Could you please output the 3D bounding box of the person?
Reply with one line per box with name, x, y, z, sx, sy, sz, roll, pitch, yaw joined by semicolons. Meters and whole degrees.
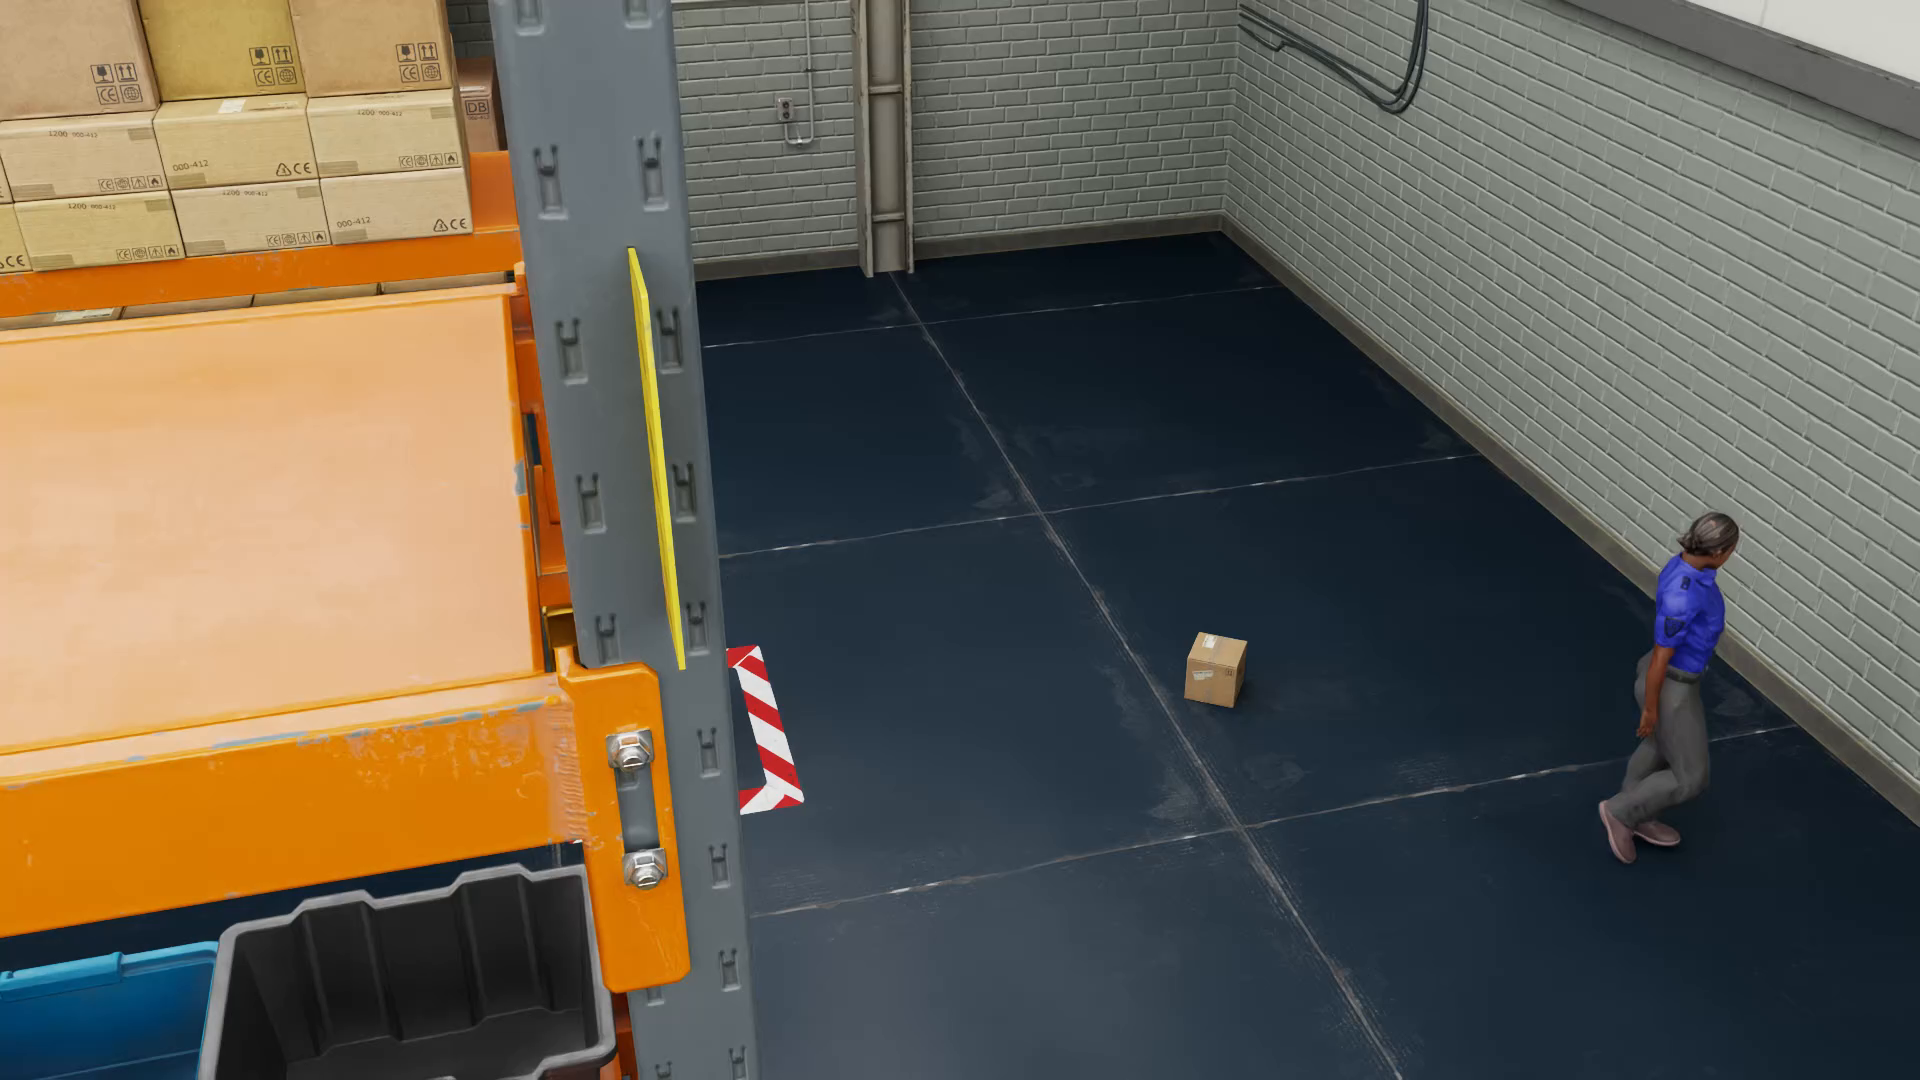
person;3.041;0.640;7.030;0.397;1.676;0.474;14;33;22
